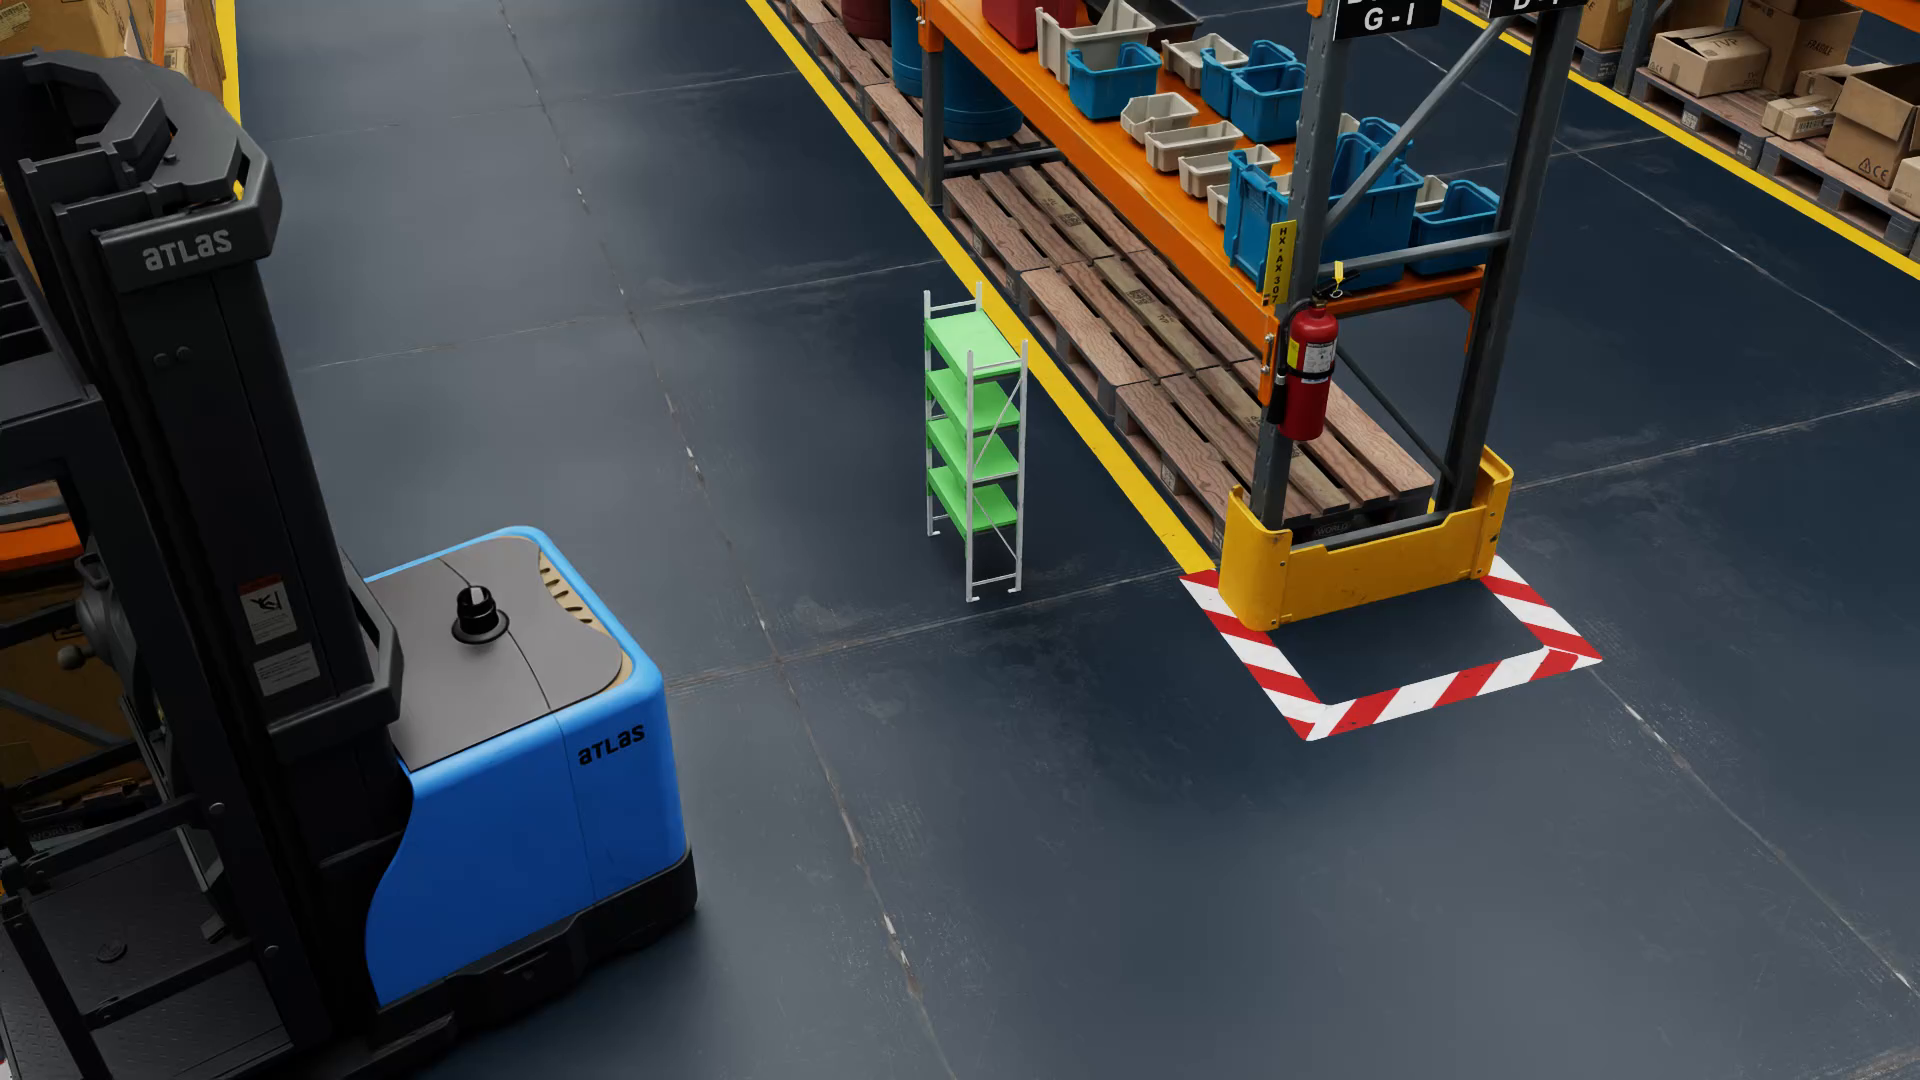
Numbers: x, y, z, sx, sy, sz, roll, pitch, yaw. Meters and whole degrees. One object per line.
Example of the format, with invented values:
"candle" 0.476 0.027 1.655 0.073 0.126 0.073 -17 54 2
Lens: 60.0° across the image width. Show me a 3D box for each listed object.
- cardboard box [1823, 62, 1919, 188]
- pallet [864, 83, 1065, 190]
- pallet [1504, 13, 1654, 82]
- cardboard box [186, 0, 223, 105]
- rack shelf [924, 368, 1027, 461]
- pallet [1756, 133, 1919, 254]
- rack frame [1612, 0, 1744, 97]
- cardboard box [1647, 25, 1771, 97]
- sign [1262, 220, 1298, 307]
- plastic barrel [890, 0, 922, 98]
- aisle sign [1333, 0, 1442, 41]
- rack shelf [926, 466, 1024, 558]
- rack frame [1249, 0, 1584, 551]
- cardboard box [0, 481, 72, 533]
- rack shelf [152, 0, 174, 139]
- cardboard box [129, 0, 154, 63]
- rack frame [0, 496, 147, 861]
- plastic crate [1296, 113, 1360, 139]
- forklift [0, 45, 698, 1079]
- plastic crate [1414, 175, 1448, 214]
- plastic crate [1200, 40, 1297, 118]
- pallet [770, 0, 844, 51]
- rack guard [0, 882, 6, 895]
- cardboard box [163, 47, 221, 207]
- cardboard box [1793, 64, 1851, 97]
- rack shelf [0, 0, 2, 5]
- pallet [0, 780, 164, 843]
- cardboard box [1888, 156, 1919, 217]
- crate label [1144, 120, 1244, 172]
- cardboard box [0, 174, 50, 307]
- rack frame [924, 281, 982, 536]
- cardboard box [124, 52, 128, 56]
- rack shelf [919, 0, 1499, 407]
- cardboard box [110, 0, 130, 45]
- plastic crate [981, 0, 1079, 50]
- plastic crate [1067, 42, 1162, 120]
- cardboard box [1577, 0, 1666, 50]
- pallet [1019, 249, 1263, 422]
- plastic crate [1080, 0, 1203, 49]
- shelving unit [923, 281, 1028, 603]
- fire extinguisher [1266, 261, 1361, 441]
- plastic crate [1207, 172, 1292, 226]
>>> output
"cardboard box" 5.577 -2.444 9.710 0.797 0.503 0.637 -12 39 -16
"pallet" 0.047 -2.633 10.570 1.003 0.211 1.213 -12 39 -16
"pallet" 4.610 -3.663 11.938 1.003 0.211 1.213 -12 39 -16
"cardboard box" -5.236 -2.956 10.098 1.225 0.875 0.875 -12 39 -16
"rack shelf" 0.057 -0.526 6.659 0.258 0.148 0.480 -12 39 -16
"pallet" 5.584 -2.133 9.907 1.003 0.211 1.213 -12 39 -16
"rack frame" 4.925 -4.325 10.499 1.000 3.000 0.127 -12 39 -16
"cardboard box" 4.867 -3.145 10.802 0.500 0.311 0.500 -12 39 -16
"sign" 1.139 -0.984 5.928 0.100 0.325 0.005 -12 39 -16
"plastic barrel" -0.142 -3.342 10.589 0.600 0.901 0.708 -12 39 -16
"aisle sign" 1.399 -1.979 5.224 0.394 0.787 0.004 -12 39 -16
"rack shelf" 0.057 -0.143 6.948 0.258 0.148 0.480 -12 39 -16
"rack frame" 1.650 -1.042 6.141 1.000 3.000 0.127 -12 39 -16
"cardboard box" -2.813 -0.185 5.212 0.380 0.149 0.250 -12 39 -15
"rack shelf" -5.066 -3.119 9.496 1.077 0.370 4.000 -12 39 -16
"cardboard box" -4.301 -2.628 8.163 0.500 0.500 0.500 -12 39 -16
"rack frame" -3.001 -0.017 4.779 1.000 3.000 0.127 -12 39 -16
"plastic crate" 1.608 -1.750 7.250 0.250 0.136 0.298 -12 39 -16
"forklift" -2.373 0.361 4.335 3.031 2.935 1.130 -23 43 -27
"plastic crate" 1.841 -1.367 6.741 0.250 0.136 0.298 -12 39 -16
"plastic crate" 1.317 -2.120 7.661 0.416 0.233 0.300 -12 39 -16
"pallet" -0.793 -4.011 12.400 1.003 0.211 1.213 -12 39 -16
"rack guard" -2.993 0.995 5.513 1.175 0.500 0.348 -12 39 -16
"cardboard box" -4.616 -1.953 8.767 1.225 0.875 0.875 -12 39 -16
"cardboard box" 5.573 -2.900 10.611 0.380 0.149 0.250 -12 39 -16
"rack shelf" -3.689 -2.057 5.593 1.077 0.370 4.000 -12 39 -16
"pallet" -3.349 0.661 6.196 1.003 0.211 1.213 -12 39 -16
"cardboard box" 5.585 -1.942 9.255 0.500 0.250 0.500 -12 39 -16
"crate label" 0.994 -1.703 7.187 0.396 0.136 0.243 -12 39 -16
"cardboard box" -3.085 -0.985 5.318 0.500 0.500 0.500 -13 39 -17
"rack frame" -0.027 -0.524 6.948 0.240 1.200 0.015 -12 39 -16
"cardboard box" -3.799 -1.849 7.088 0.500 0.250 0.500 -11 38 -15
"rack shelf" 0.961 -1.885 7.857 1.077 0.370 4.000 -12 39 -16
"cardboard box" -3.968 -2.431 7.238 0.500 0.500 0.500 -11 38 -15
"plastic crate" 0.345 -2.795 8.365 0.402 0.464 0.583 -12 39 -16
"plastic crate" 0.702 -2.106 7.643 0.416 0.233 0.300 -12 39 -16
"cardboard box" 4.486 -3.722 11.410 0.500 0.500 0.500 -13 39 -16
"pallet" 0.986 -1.090 8.522 1.003 0.211 1.213 -12 39 -16
"plastic crate" 0.911 -2.639 8.440 0.437 0.125 0.590 -12 39 -16
"shelving unit" 0.057 -0.386 6.765 0.258 1.200 0.503 -12 39 -16
"fire extinguisher" 1.275 -0.683 6.038 0.296 0.674 0.183 -12 39 -16
"plastic crate" 1.199 -1.384 6.764 0.396 0.136 0.243 -12 39 -16
